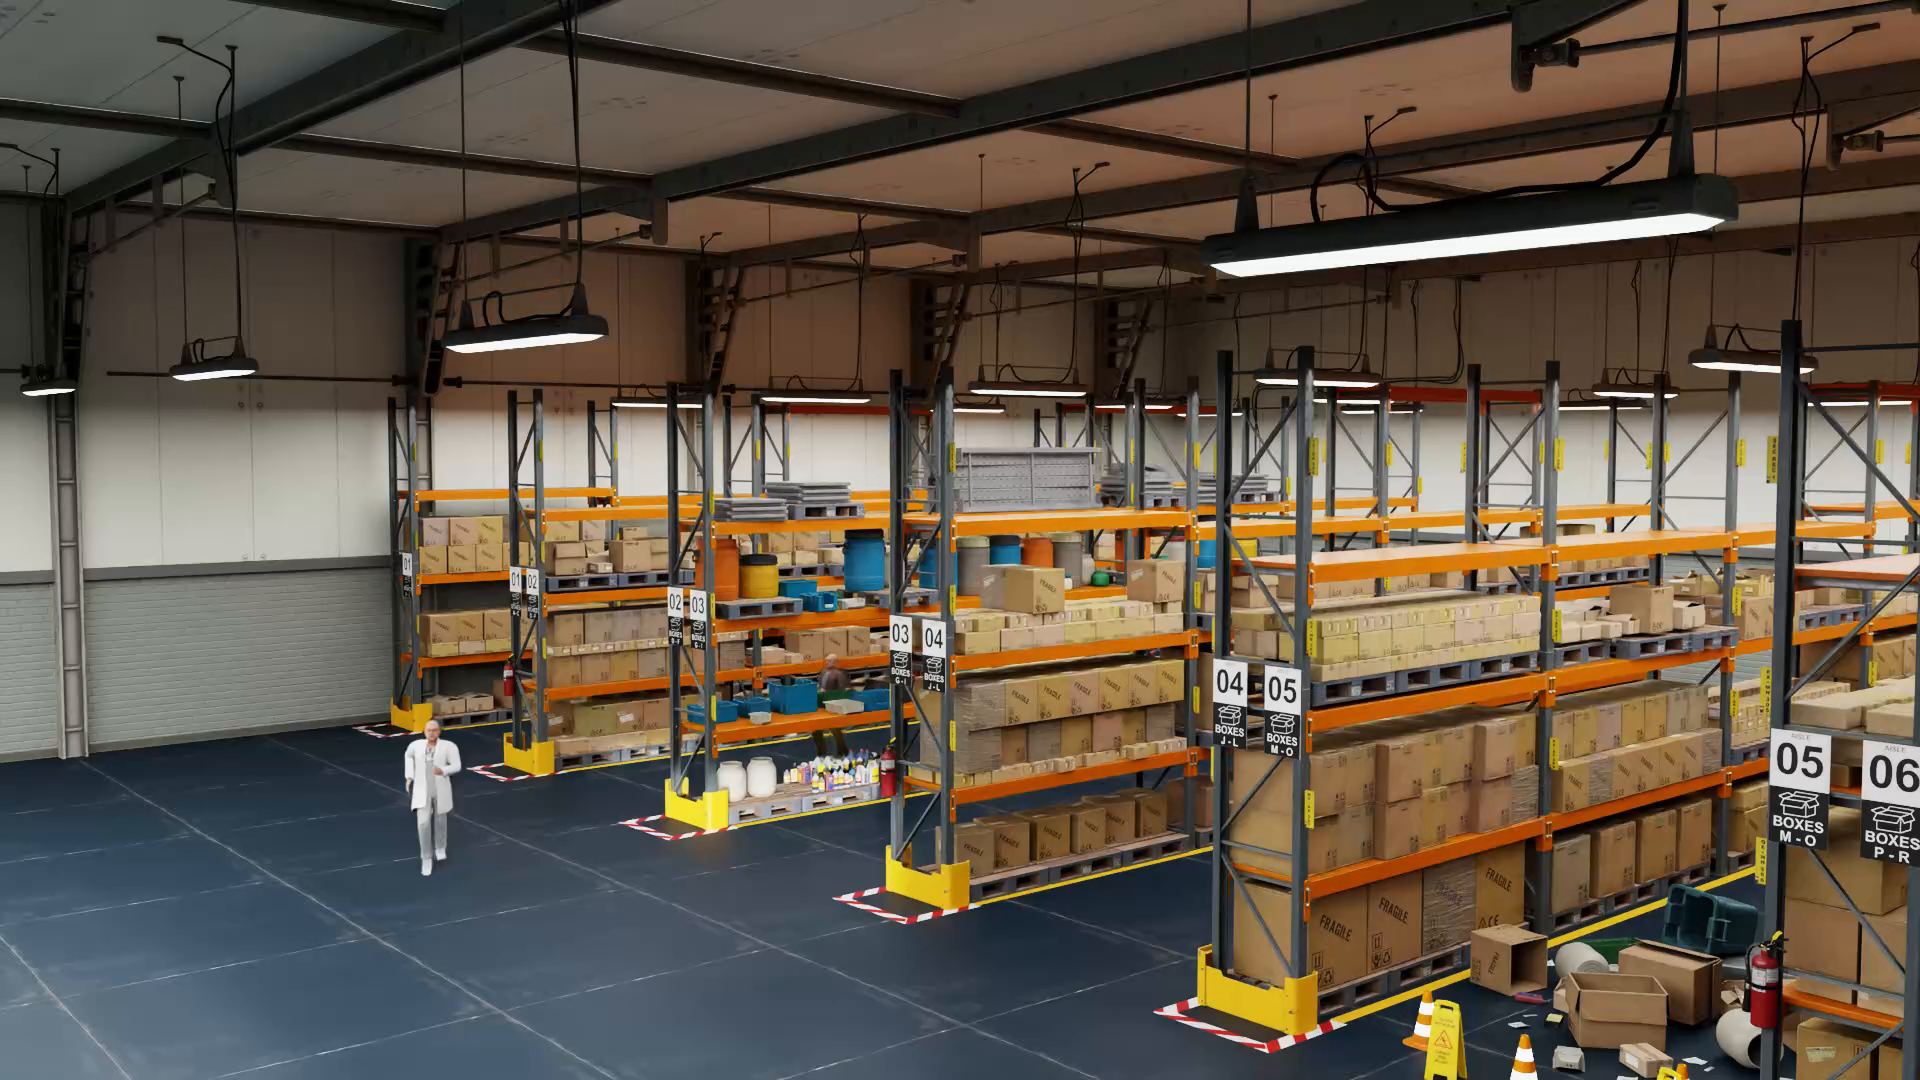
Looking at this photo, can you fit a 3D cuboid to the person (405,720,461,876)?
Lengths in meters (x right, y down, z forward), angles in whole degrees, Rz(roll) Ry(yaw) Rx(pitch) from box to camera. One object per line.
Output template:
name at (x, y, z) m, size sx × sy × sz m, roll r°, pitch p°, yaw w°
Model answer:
person at (-6.389, 3.095, 20.176) m, size 0.666 × 1.845 × 0.938 m, roll -1°, pitch 3°, yaw -15°

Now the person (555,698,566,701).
person at (-6.957, 2.671, 28.495) m, size 0.526 × 1.664 × 0.595 m, roll -3°, pitch 5°, yaw -43°

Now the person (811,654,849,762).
person at (-2.088, 2.730, 26.610) m, size 0.671 × 1.823 × 0.797 m, roll 2°, pitch 4°, yaw 32°
